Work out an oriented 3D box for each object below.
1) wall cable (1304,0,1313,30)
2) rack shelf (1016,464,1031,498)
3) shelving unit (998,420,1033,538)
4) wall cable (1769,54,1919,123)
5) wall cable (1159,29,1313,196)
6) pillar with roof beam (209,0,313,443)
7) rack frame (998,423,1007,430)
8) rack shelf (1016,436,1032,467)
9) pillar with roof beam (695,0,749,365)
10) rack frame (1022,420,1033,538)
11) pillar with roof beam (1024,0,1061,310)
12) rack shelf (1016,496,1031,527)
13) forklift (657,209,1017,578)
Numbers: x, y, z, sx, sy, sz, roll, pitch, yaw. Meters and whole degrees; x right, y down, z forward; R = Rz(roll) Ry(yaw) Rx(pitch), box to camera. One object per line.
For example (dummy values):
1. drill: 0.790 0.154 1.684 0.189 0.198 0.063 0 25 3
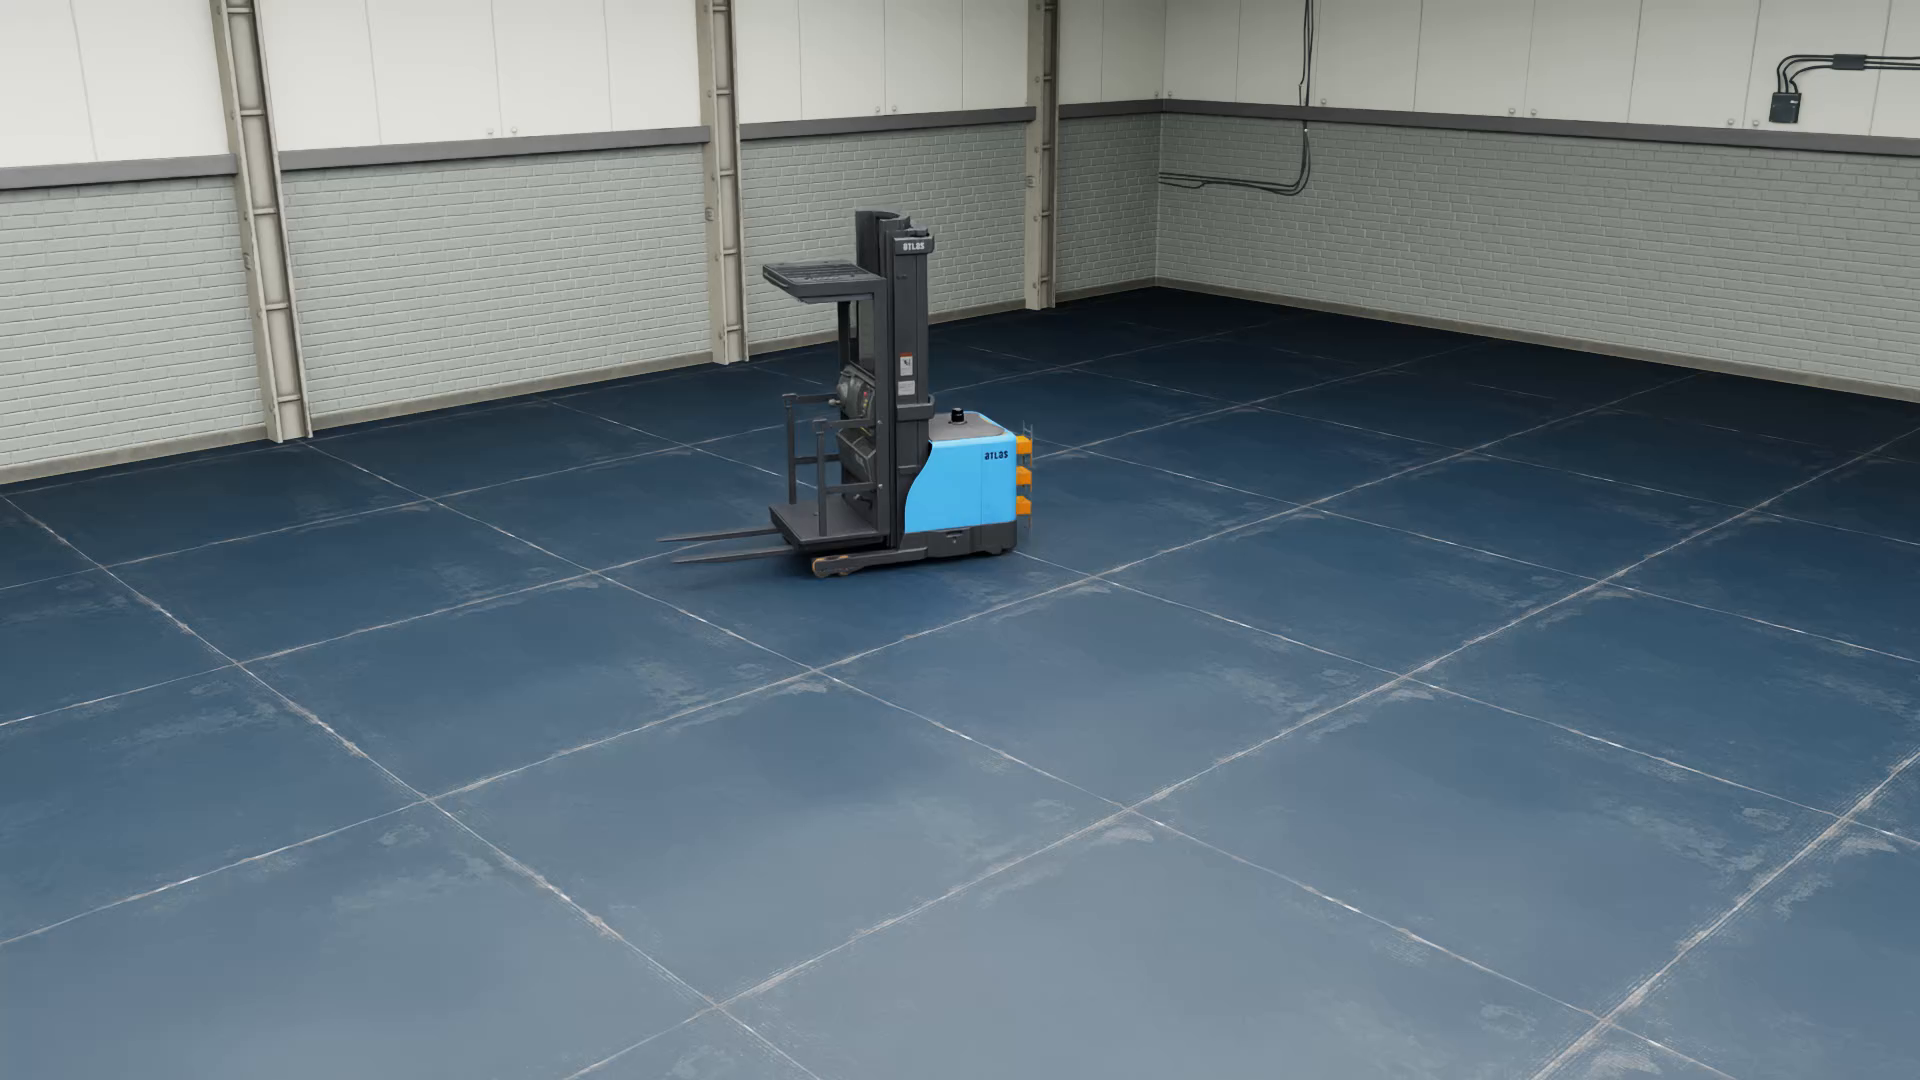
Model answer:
1. wall cable: 6.171 -8.613 23.805 0.112 2.526 3.097 -16 24 -41
2. rack shelf: 0.489 -0.519 14.918 0.240 0.259 0.215 -6 19 -19
3. shelving unit: 0.489 -0.529 14.914 0.252 1.050 0.215 -6 19 -19
4. wall cable: 10.824 -7.781 18.878 0.169 6.003 2.305 -16 24 -41
5. wall cable: 4.313 -6.817 26.454 0.112 2.526 3.097 -16 24 -41
6. pillar with roof beam: -4.498 -4.458 14.145 0.400 9.000 9.100 -16 24 -41
7. rack frame: 0.375 -0.516 14.874 0.008 1.050 0.200 -6 19 -19
8. rack shelf: 0.489 -0.789 14.830 0.240 0.259 0.215 -6 19 -19
9. pillar with roof beam: -0.138 -5.730 18.066 0.400 9.000 9.100 -16 24 -41
10. rack frame: 0.604 -0.542 14.955 0.008 1.050 0.200 -6 19 -19
11. pillar with roof beam: 4.221 -7.001 21.988 0.400 9.000 9.100 -16 24 -41
12. rack shelf: 0.489 -0.255 15.003 0.240 0.259 0.215 -6 19 -19
13. forklift: -1.069 -1.259 14.114 3.031 2.935 1.130 -6 19 -19
